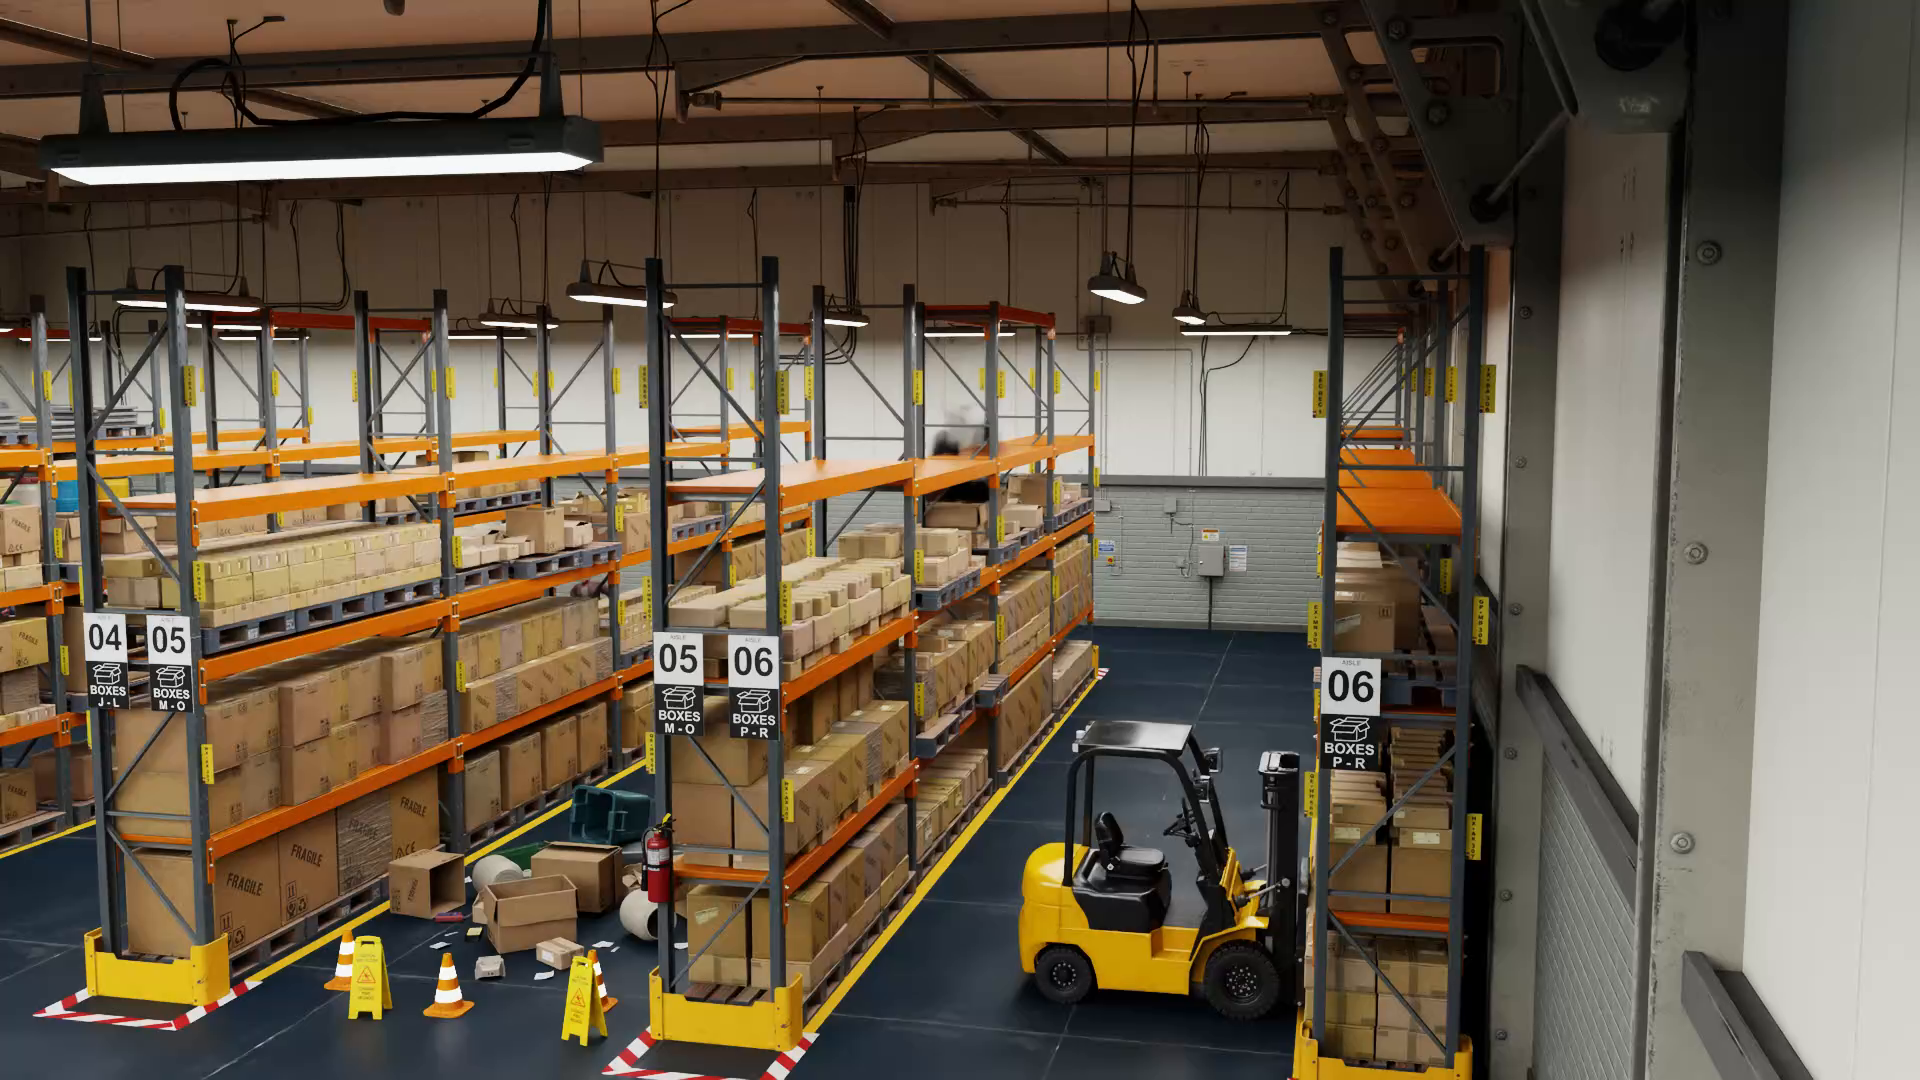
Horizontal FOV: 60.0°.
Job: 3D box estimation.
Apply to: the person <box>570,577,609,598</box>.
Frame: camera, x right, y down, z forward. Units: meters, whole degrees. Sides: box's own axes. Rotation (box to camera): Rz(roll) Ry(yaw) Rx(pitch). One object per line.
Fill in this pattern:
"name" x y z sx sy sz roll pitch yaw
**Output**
"person" -6.468 1.367 28.915 0.701 1.747 0.679 2 6 16
